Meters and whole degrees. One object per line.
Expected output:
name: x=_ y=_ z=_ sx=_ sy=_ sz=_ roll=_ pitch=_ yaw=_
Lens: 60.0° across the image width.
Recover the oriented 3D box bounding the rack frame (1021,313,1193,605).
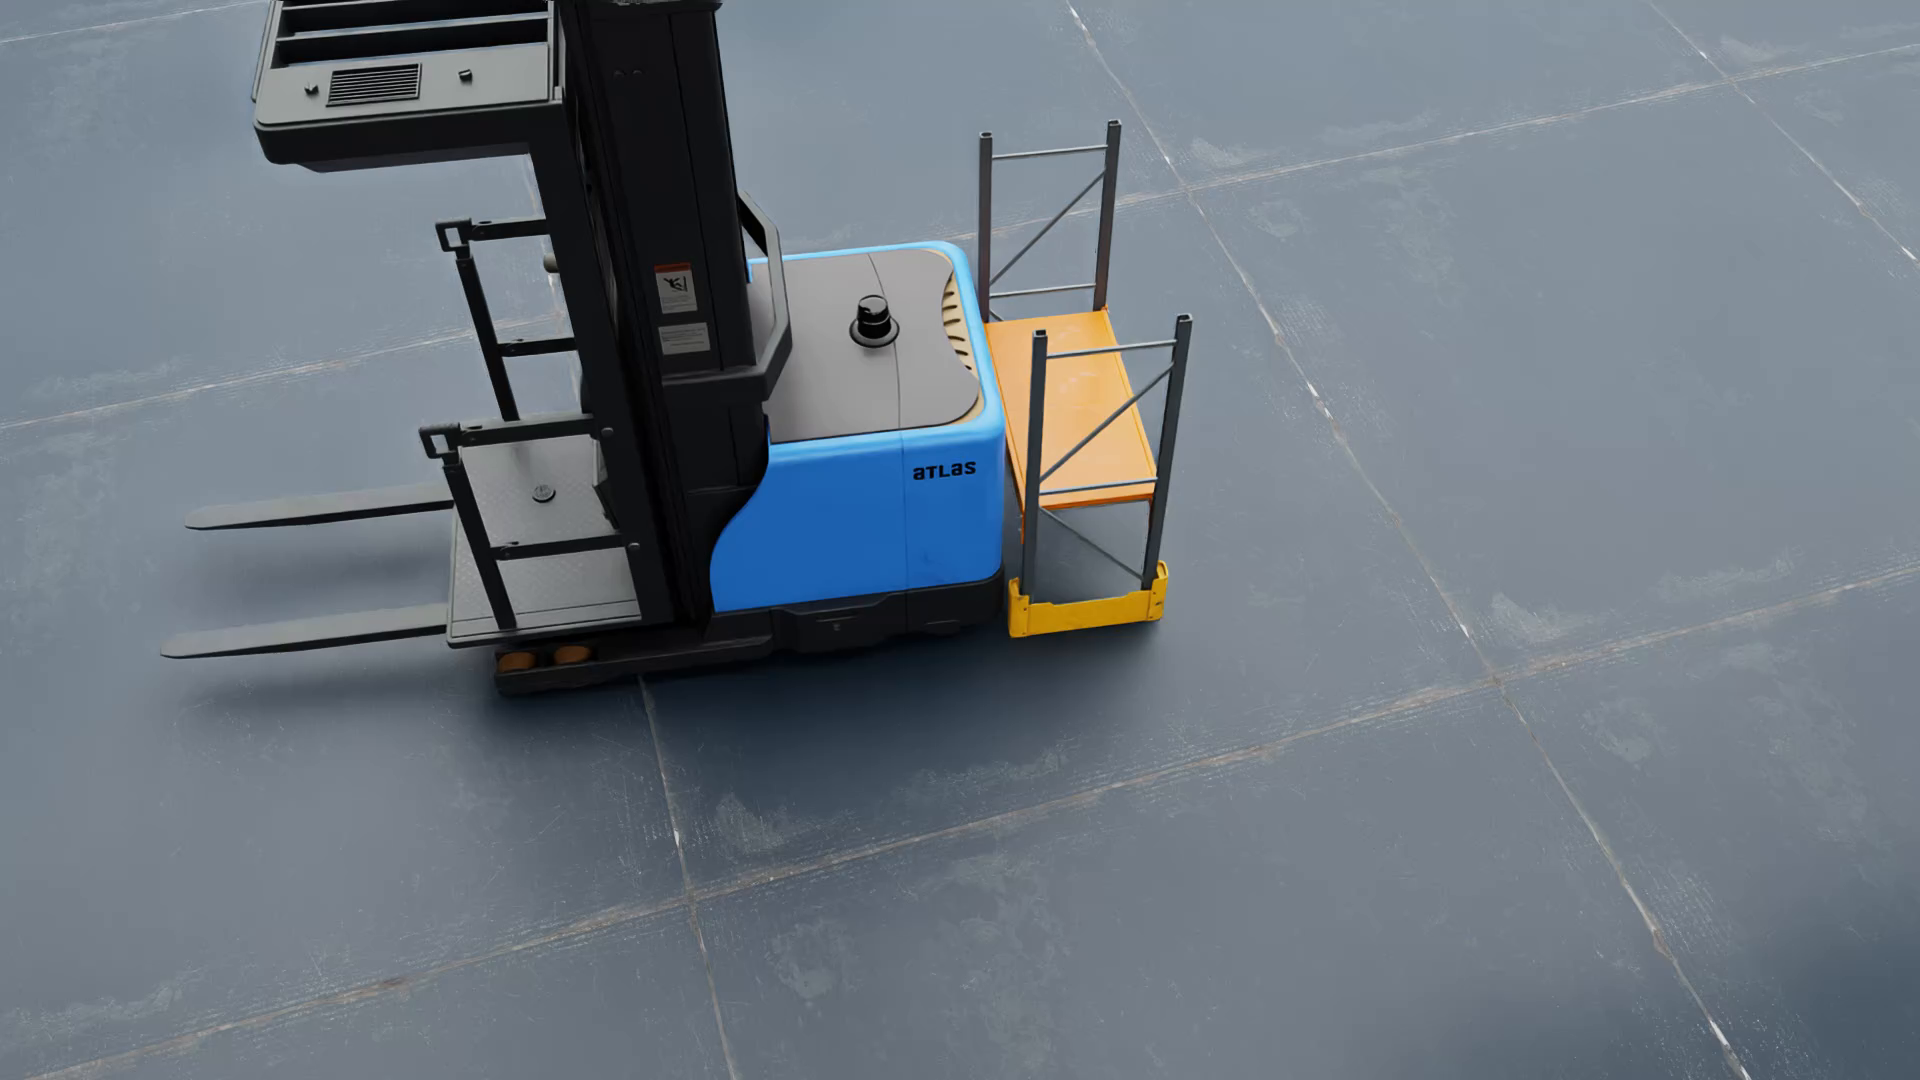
rack frame: x=0.473 y=-0.181 z=5.711 sx=0.500 sy=1.500 sz=0.032 roll=-7 pitch=50 yaw=-6

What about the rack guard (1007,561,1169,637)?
rack guard: x=0.473 y=0.221 z=6.190 sx=0.587 sy=0.250 sz=0.087 roll=-7 pitch=50 yaw=-6

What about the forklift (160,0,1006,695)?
forklift: x=-1.397 y=-0.820 z=5.314 sx=3.031 sy=2.935 sz=1.130 roll=-7 pitch=50 yaw=-6

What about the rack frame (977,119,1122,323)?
rack frame: x=0.315 y=-0.949 z=6.359 sx=0.500 sy=1.500 sz=0.032 roll=-7 pitch=50 yaw=-6

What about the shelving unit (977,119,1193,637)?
shelving unit: x=0.395 y=-0.558 z=6.029 sx=0.587 sy=1.500 sz=1.083 roll=-7 pitch=50 yaw=-6

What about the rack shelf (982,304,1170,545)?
rack shelf: x=0.394 y=-0.449 z=6.173 sx=0.538 sy=0.185 sz=1.000 roll=-7 pitch=50 yaw=-6
